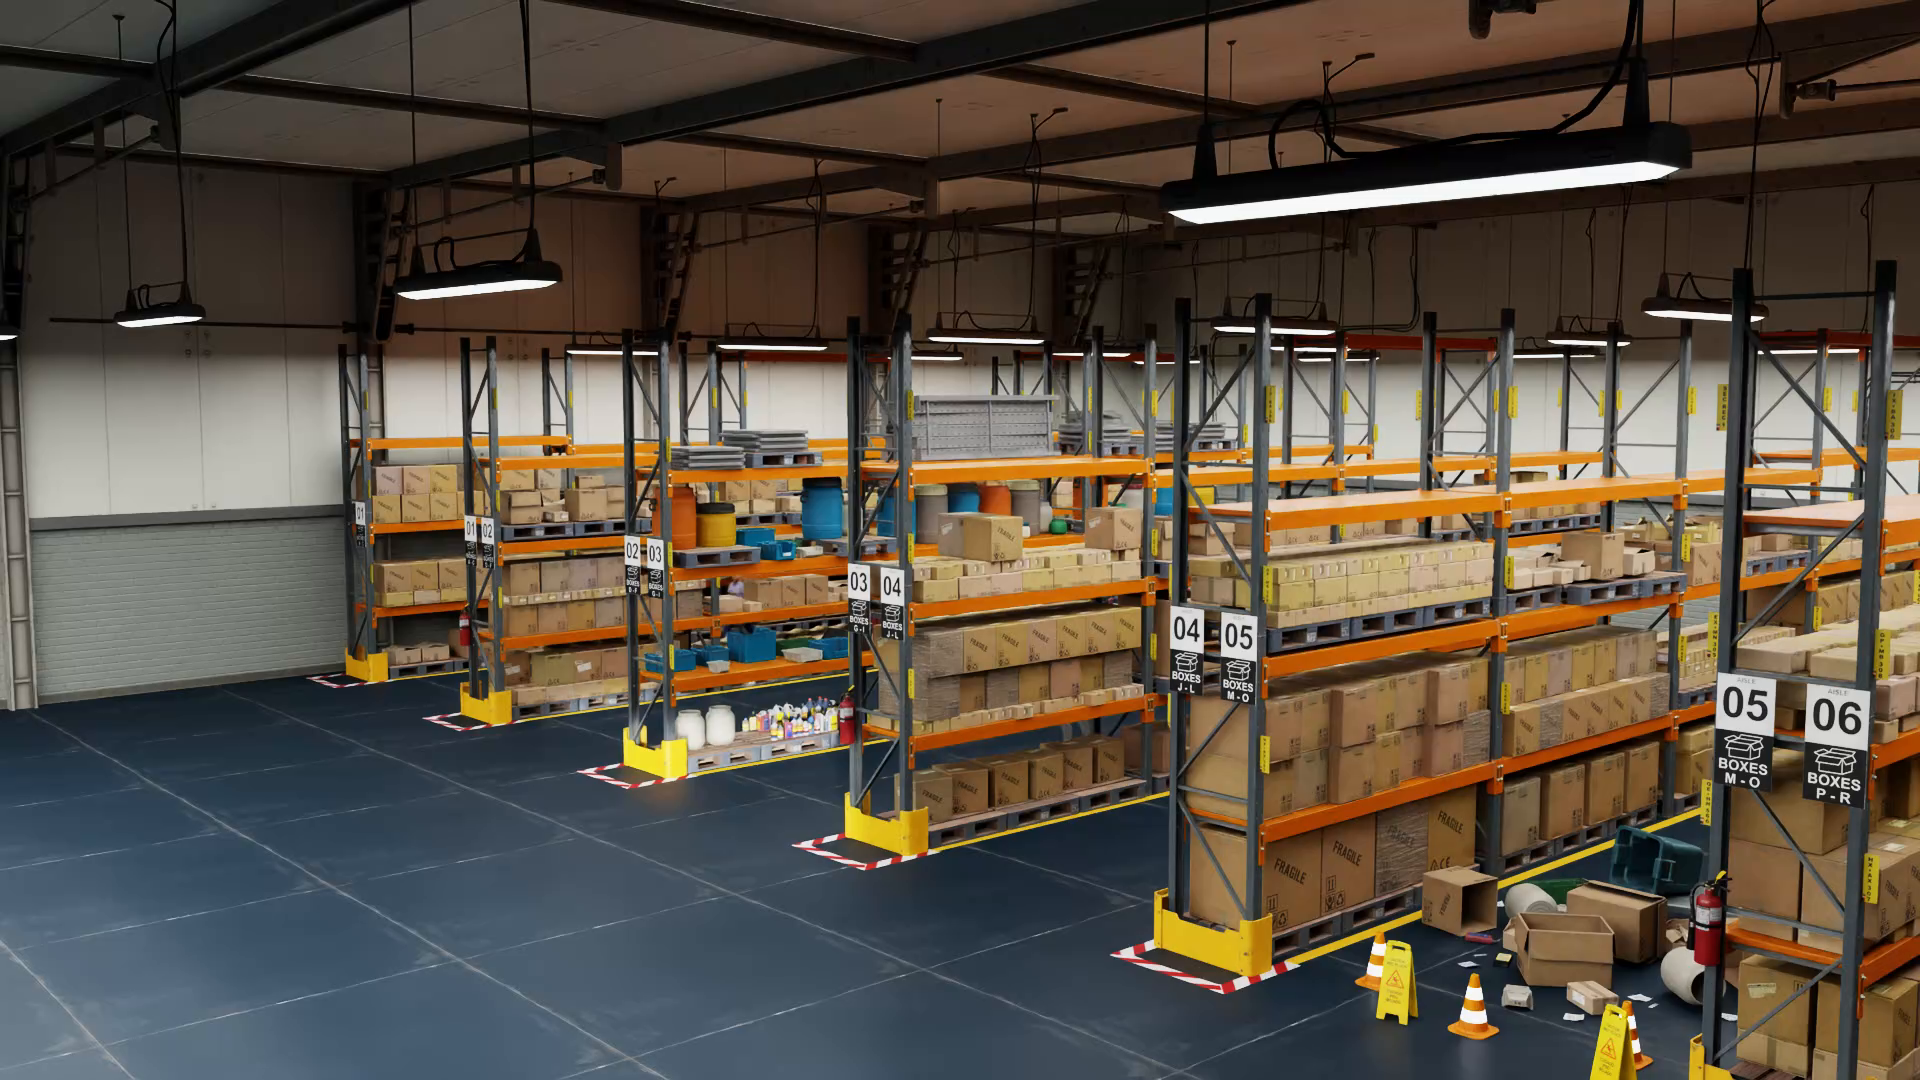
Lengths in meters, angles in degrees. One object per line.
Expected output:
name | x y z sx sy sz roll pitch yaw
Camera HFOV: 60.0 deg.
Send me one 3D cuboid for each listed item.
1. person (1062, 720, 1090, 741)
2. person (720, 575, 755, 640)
person | 1.641 2.237 23.588 0.539 1.714 0.525 -3 6 -34
person | -4.469 1.381 33.213 0.586 1.582 1.064 4 7 39
